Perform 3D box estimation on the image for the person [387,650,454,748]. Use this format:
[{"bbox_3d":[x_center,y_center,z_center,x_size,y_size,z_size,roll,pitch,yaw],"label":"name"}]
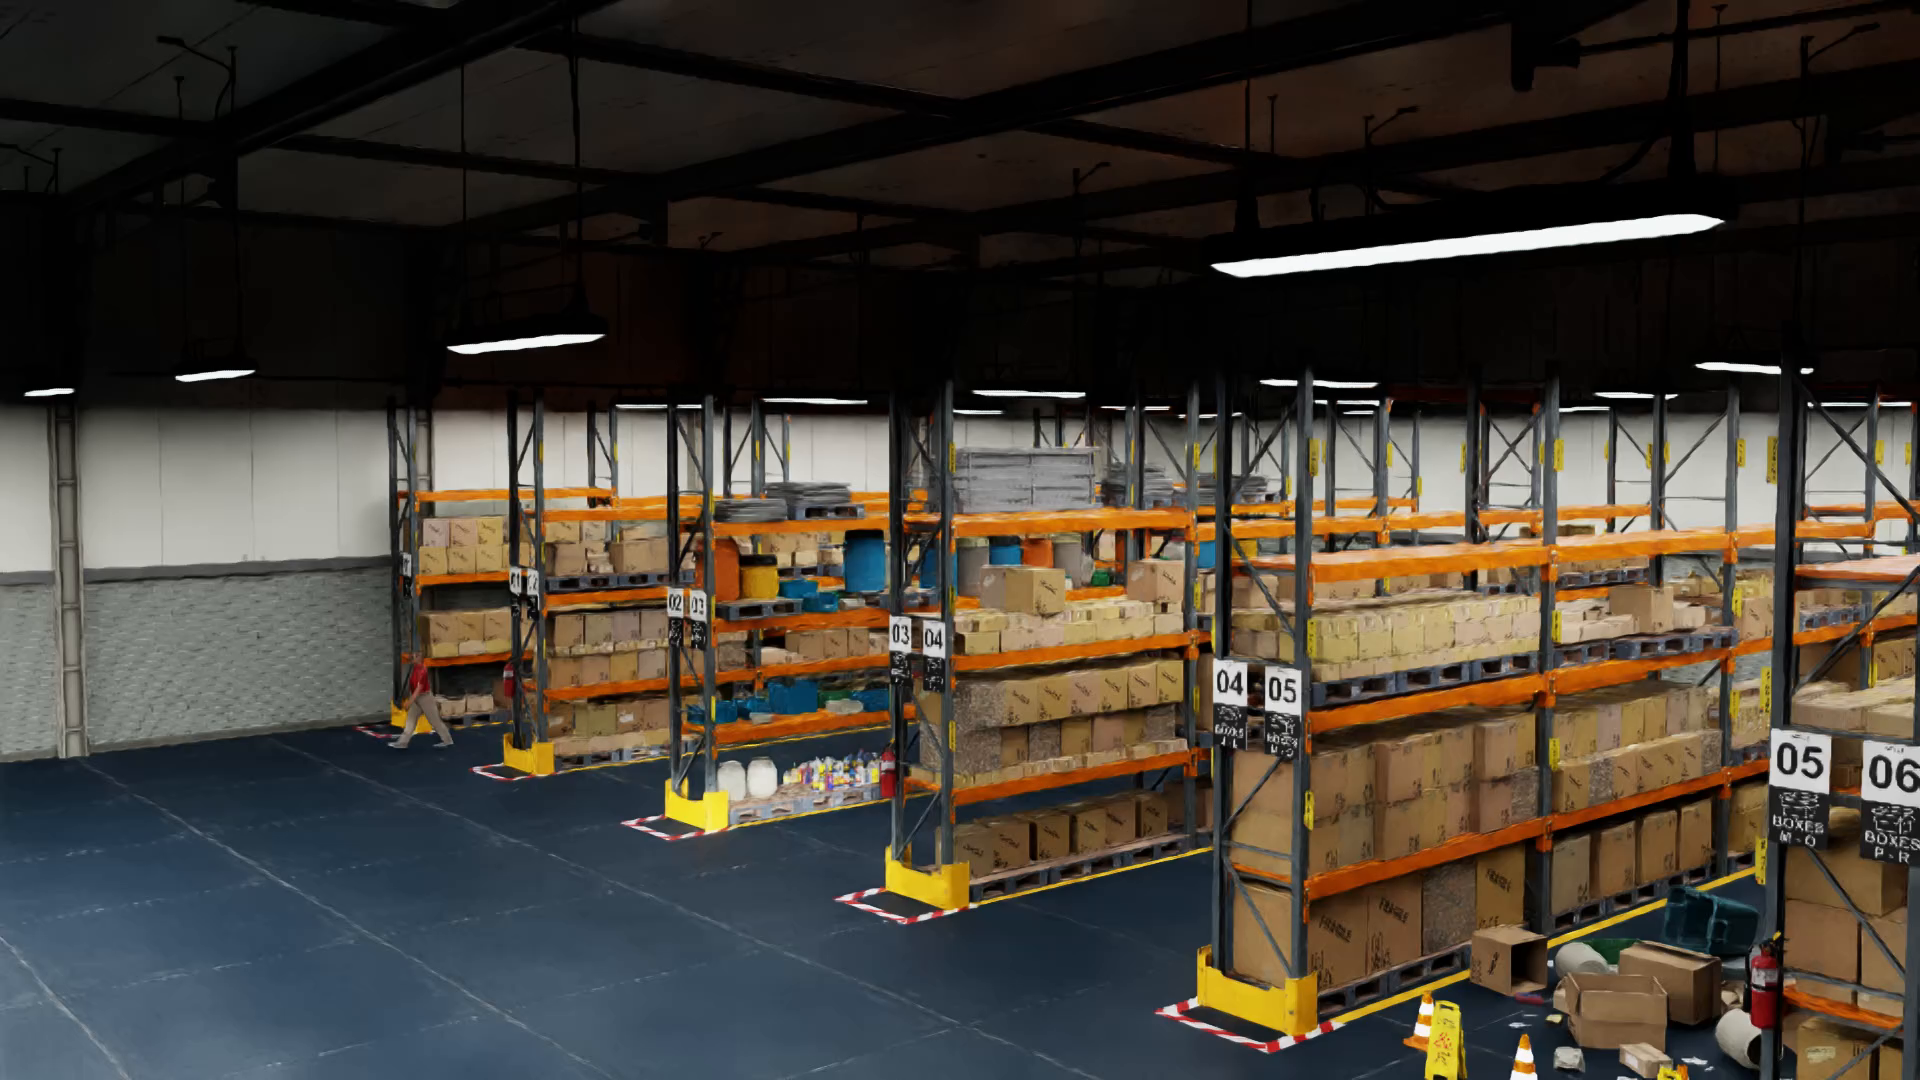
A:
[{"bbox_3d":[-9.093,2.683,28.009,1.041,1.657,0.534,-2,4,-31],"label":"person"}]
